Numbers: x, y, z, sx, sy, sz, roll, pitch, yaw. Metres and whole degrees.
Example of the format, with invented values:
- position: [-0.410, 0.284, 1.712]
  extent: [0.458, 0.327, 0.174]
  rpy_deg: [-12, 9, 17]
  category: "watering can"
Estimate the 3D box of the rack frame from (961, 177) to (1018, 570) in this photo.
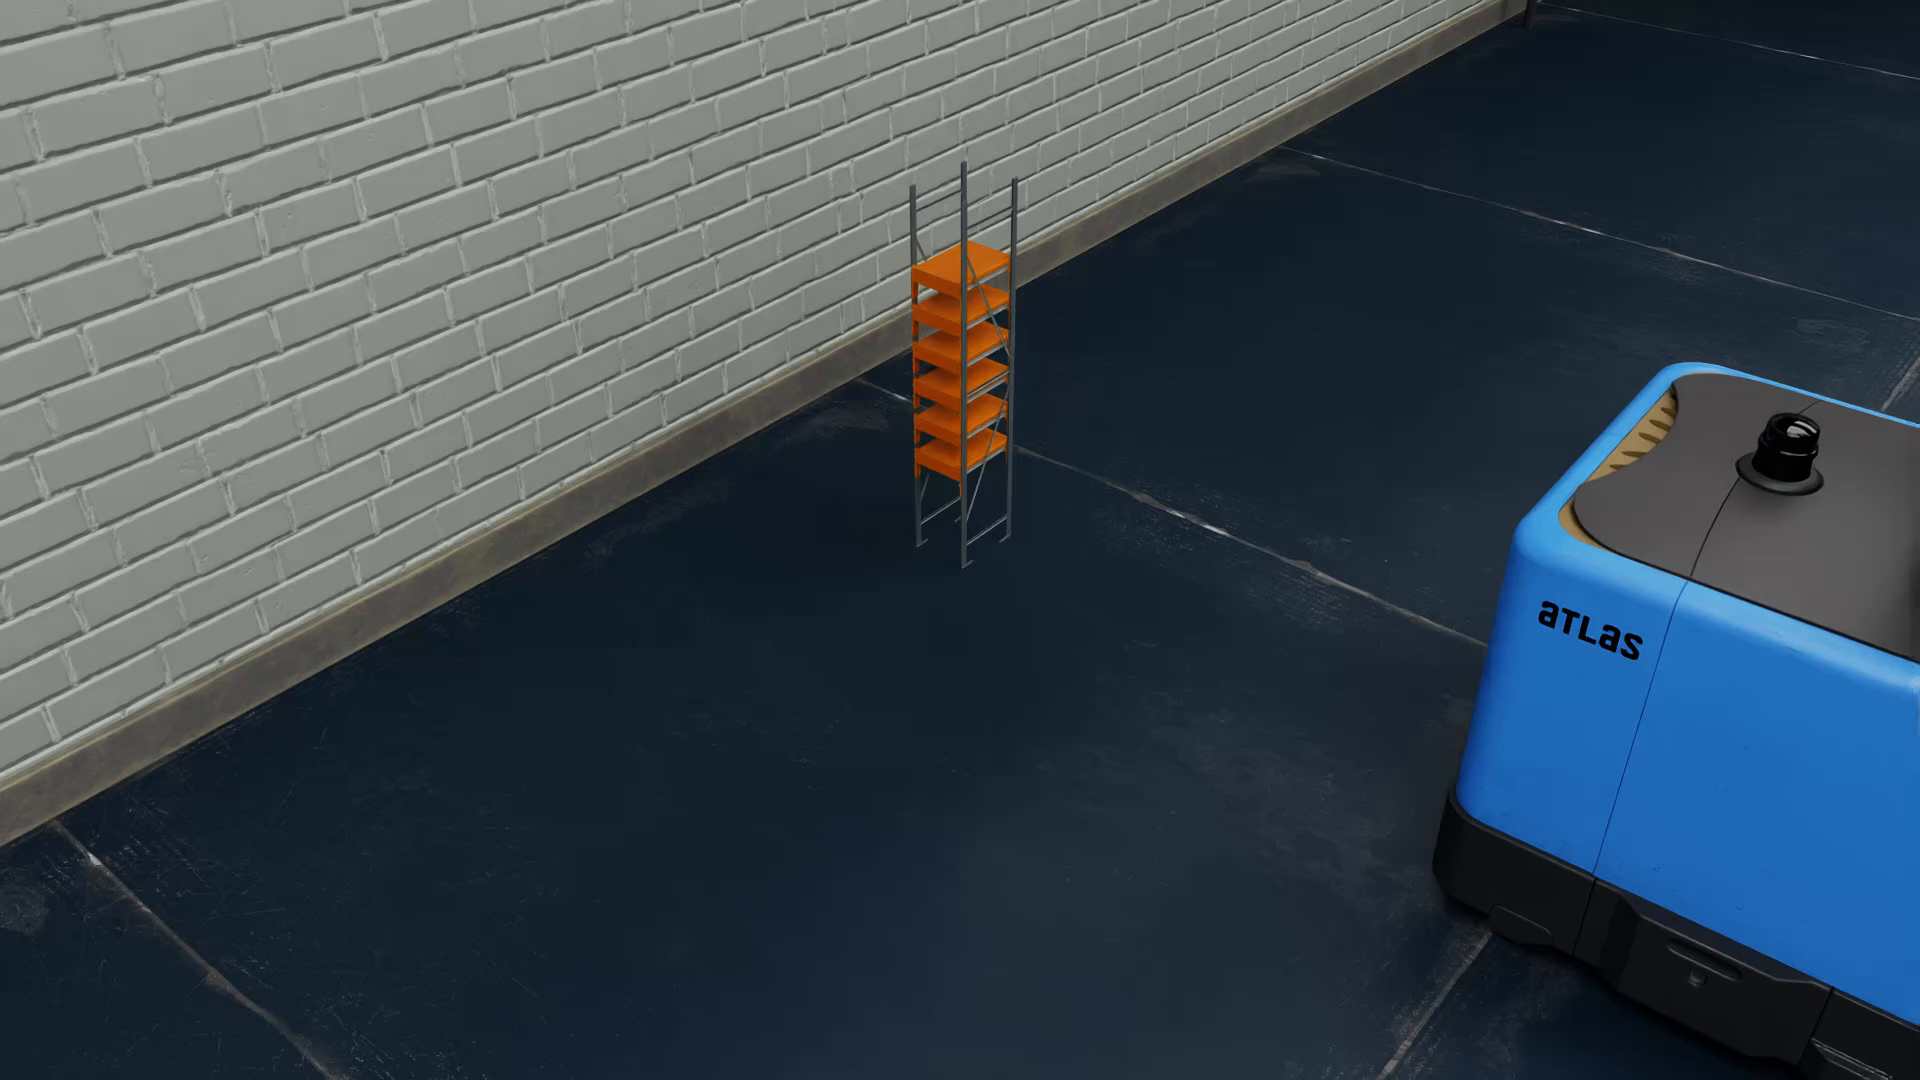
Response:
- position: [0.081, -0.456, 4.854]
  extent: [0.006, 1.200, 0.240]
  rpy_deg: [25, 42, 32]
  category: "rack frame"

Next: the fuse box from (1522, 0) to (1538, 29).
- position: [3.287, -3.642, 9.042]
  extent: [0.414, 1.711, 0.539]
  rpy_deg: [25, 42, 32]
  category: "fuse box"

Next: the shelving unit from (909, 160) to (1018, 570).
- position: [0.011, -0.489, 4.903]
  extent: [0.189, 1.200, 0.258]
  rpy_deg: [25, 42, 32]
  category: "shelving unit"

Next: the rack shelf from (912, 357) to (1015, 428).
- position: [0.011, -0.453, 4.928]
  extent: [0.180, 0.103, 0.258]
  rpy_deg: [25, 42, 32]
  category: "rack shelf"

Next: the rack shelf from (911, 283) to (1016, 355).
- position: [0.011, -0.651, 4.792]
  extent: [0.180, 0.103, 0.258]
  rpy_deg: [25, 42, 32]
  category: "rack shelf"

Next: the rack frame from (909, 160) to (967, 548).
- position: [-0.059, -0.523, 4.951]
  extent: [0.006, 1.200, 0.240]
  rpy_deg: [25, 42, 32]
  category: "rack frame"

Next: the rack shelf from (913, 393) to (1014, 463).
- position: [0.011, -0.354, 4.996]
  extent: [0.180, 0.103, 0.258]
  rpy_deg: [25, 42, 32]
  category: "rack shelf"

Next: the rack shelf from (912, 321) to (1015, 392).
- position: [0.011, -0.552, 4.860]
  extent: [0.180, 0.103, 0.258]
  rpy_deg: [25, 42, 32]
  category: "rack shelf"

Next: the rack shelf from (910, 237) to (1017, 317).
- position: [0.011, -0.749, 4.724]
  extent: [0.180, 0.103, 0.258]
  rpy_deg: [25, 42, 32]
  category: "rack shelf"

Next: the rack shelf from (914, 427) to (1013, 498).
- position: [0.011, -0.255, 5.064]
  extent: [0.180, 0.103, 0.258]
  rpy_deg: [25, 42, 32]
  category: "rack shelf"

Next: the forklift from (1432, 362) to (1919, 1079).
- position: [2.598, -0.044, 2.724]
  extent: [3.031, 2.935, 1.130]
  rpy_deg: [24, 41, 31]
  category: "forklift"
